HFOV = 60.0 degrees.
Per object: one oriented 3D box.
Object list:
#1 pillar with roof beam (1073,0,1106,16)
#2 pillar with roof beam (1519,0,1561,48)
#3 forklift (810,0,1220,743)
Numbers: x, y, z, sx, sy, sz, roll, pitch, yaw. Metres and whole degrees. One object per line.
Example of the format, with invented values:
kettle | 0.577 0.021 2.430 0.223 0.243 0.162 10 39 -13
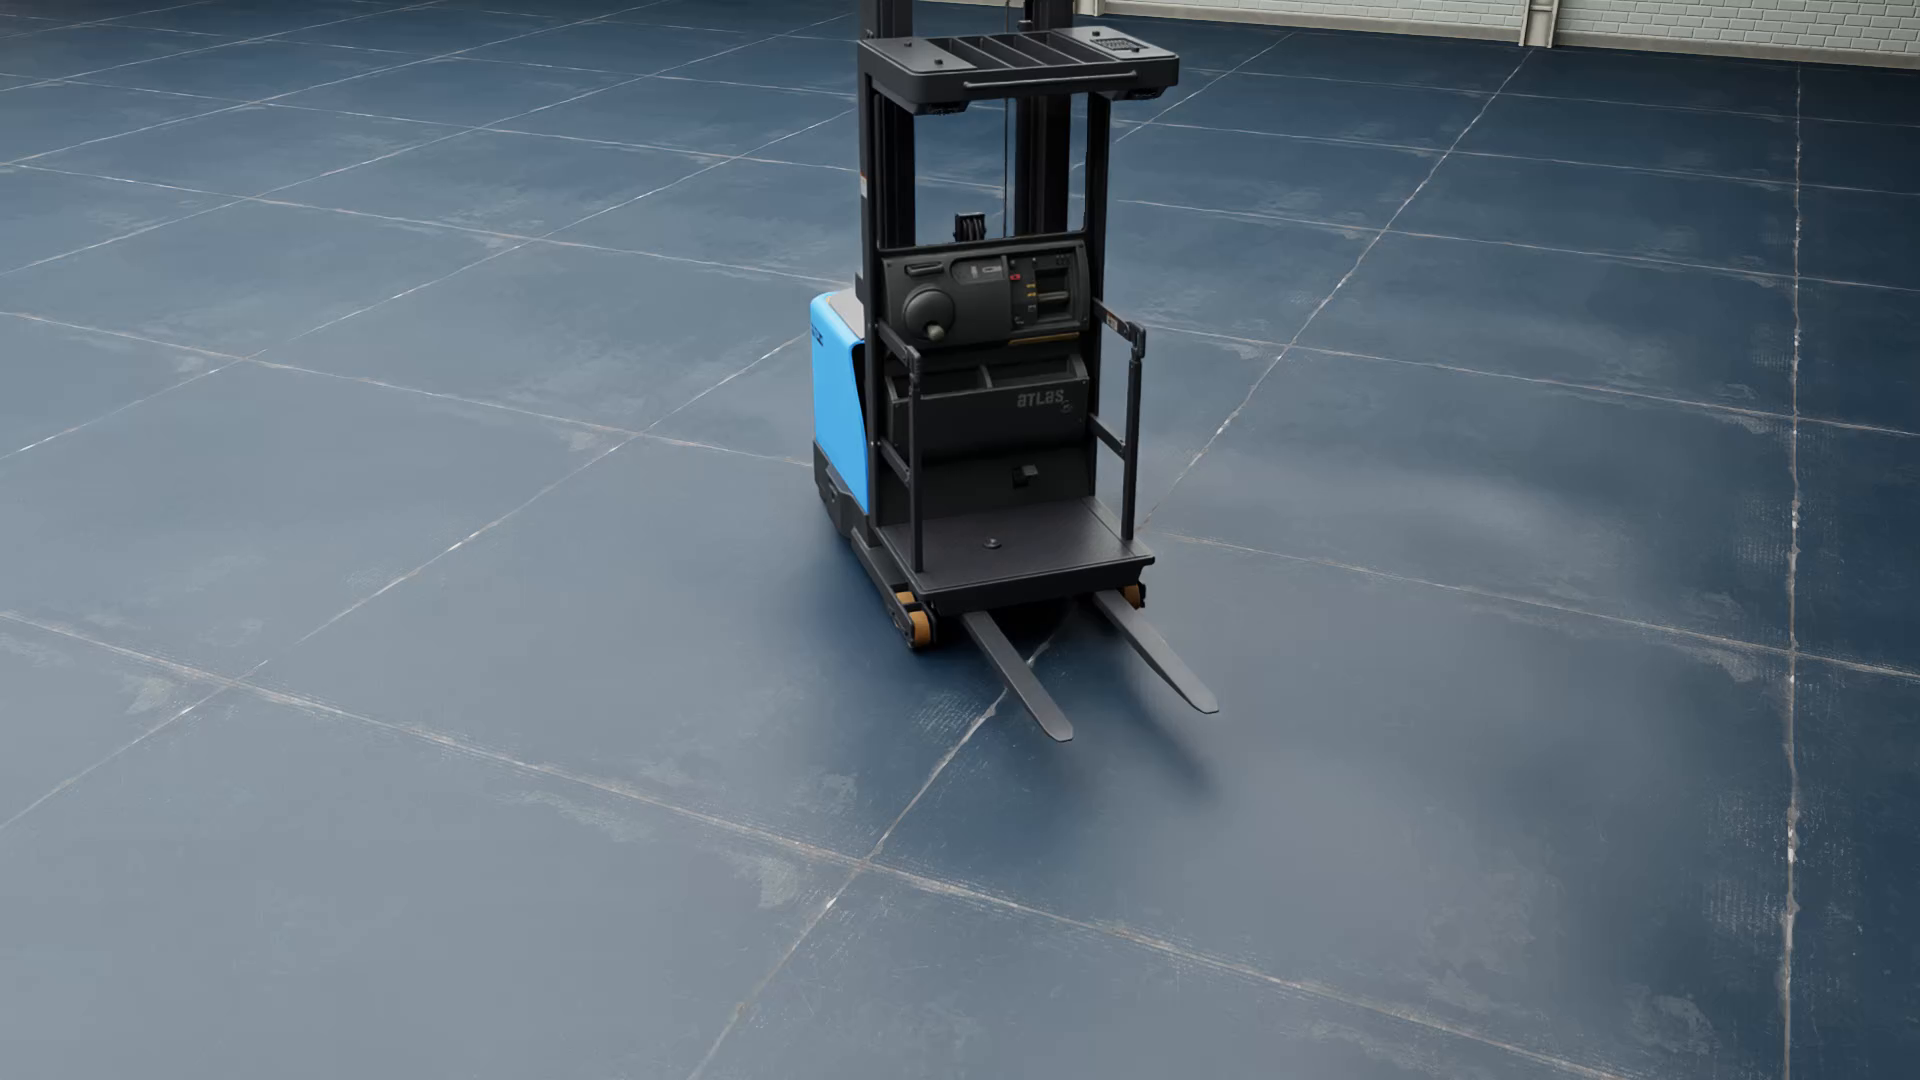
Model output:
pillar with roof beam | -0.003 -9.621 17.603 0.400 9.000 9.100 11 28 22
pillar with roof beam | 5.459 -8.524 15.375 0.400 9.000 9.100 11 28 22
forklift | 0.195 -1.042 7.047 1.130 2.935 3.031 -9 27 -17
